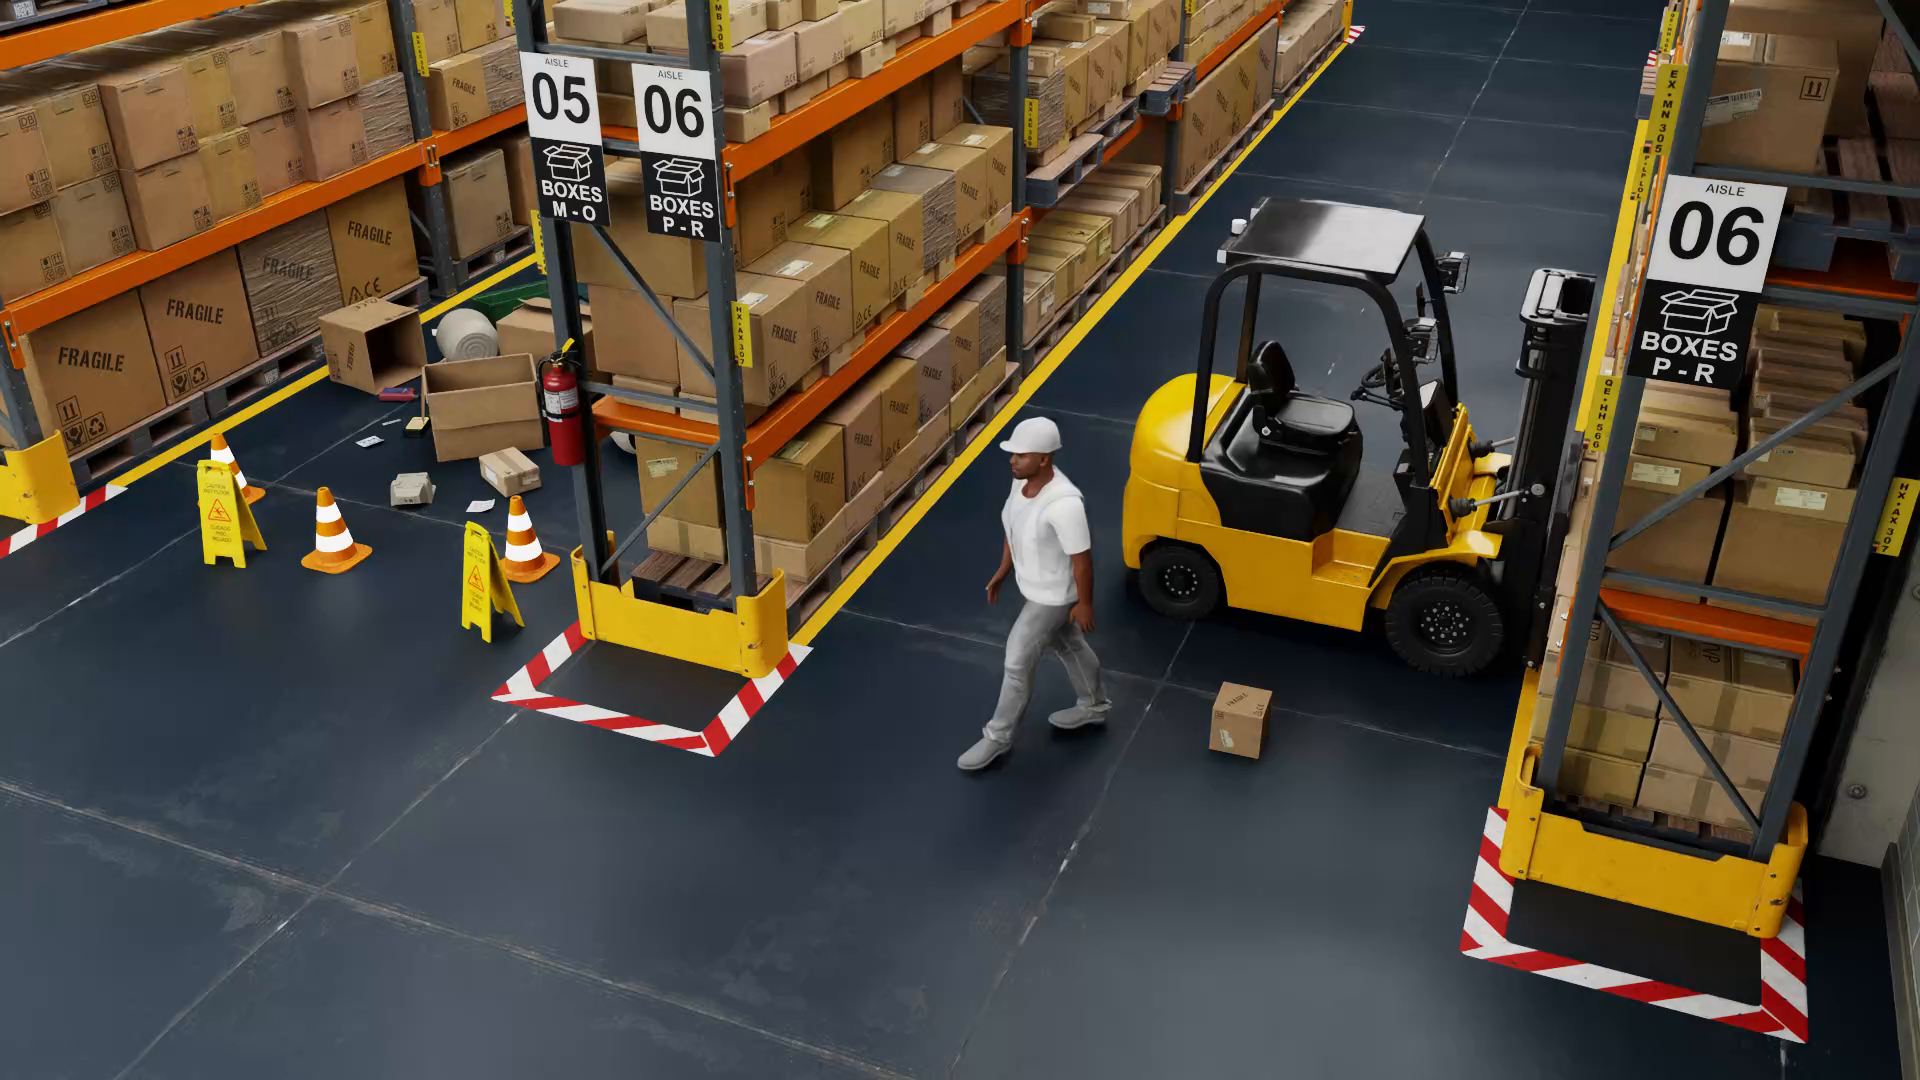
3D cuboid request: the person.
[{"bbox_3d":[0.358,0.220,7.970,0.847,1.745,0.564,-6,30,-11],"label":"person"}]
